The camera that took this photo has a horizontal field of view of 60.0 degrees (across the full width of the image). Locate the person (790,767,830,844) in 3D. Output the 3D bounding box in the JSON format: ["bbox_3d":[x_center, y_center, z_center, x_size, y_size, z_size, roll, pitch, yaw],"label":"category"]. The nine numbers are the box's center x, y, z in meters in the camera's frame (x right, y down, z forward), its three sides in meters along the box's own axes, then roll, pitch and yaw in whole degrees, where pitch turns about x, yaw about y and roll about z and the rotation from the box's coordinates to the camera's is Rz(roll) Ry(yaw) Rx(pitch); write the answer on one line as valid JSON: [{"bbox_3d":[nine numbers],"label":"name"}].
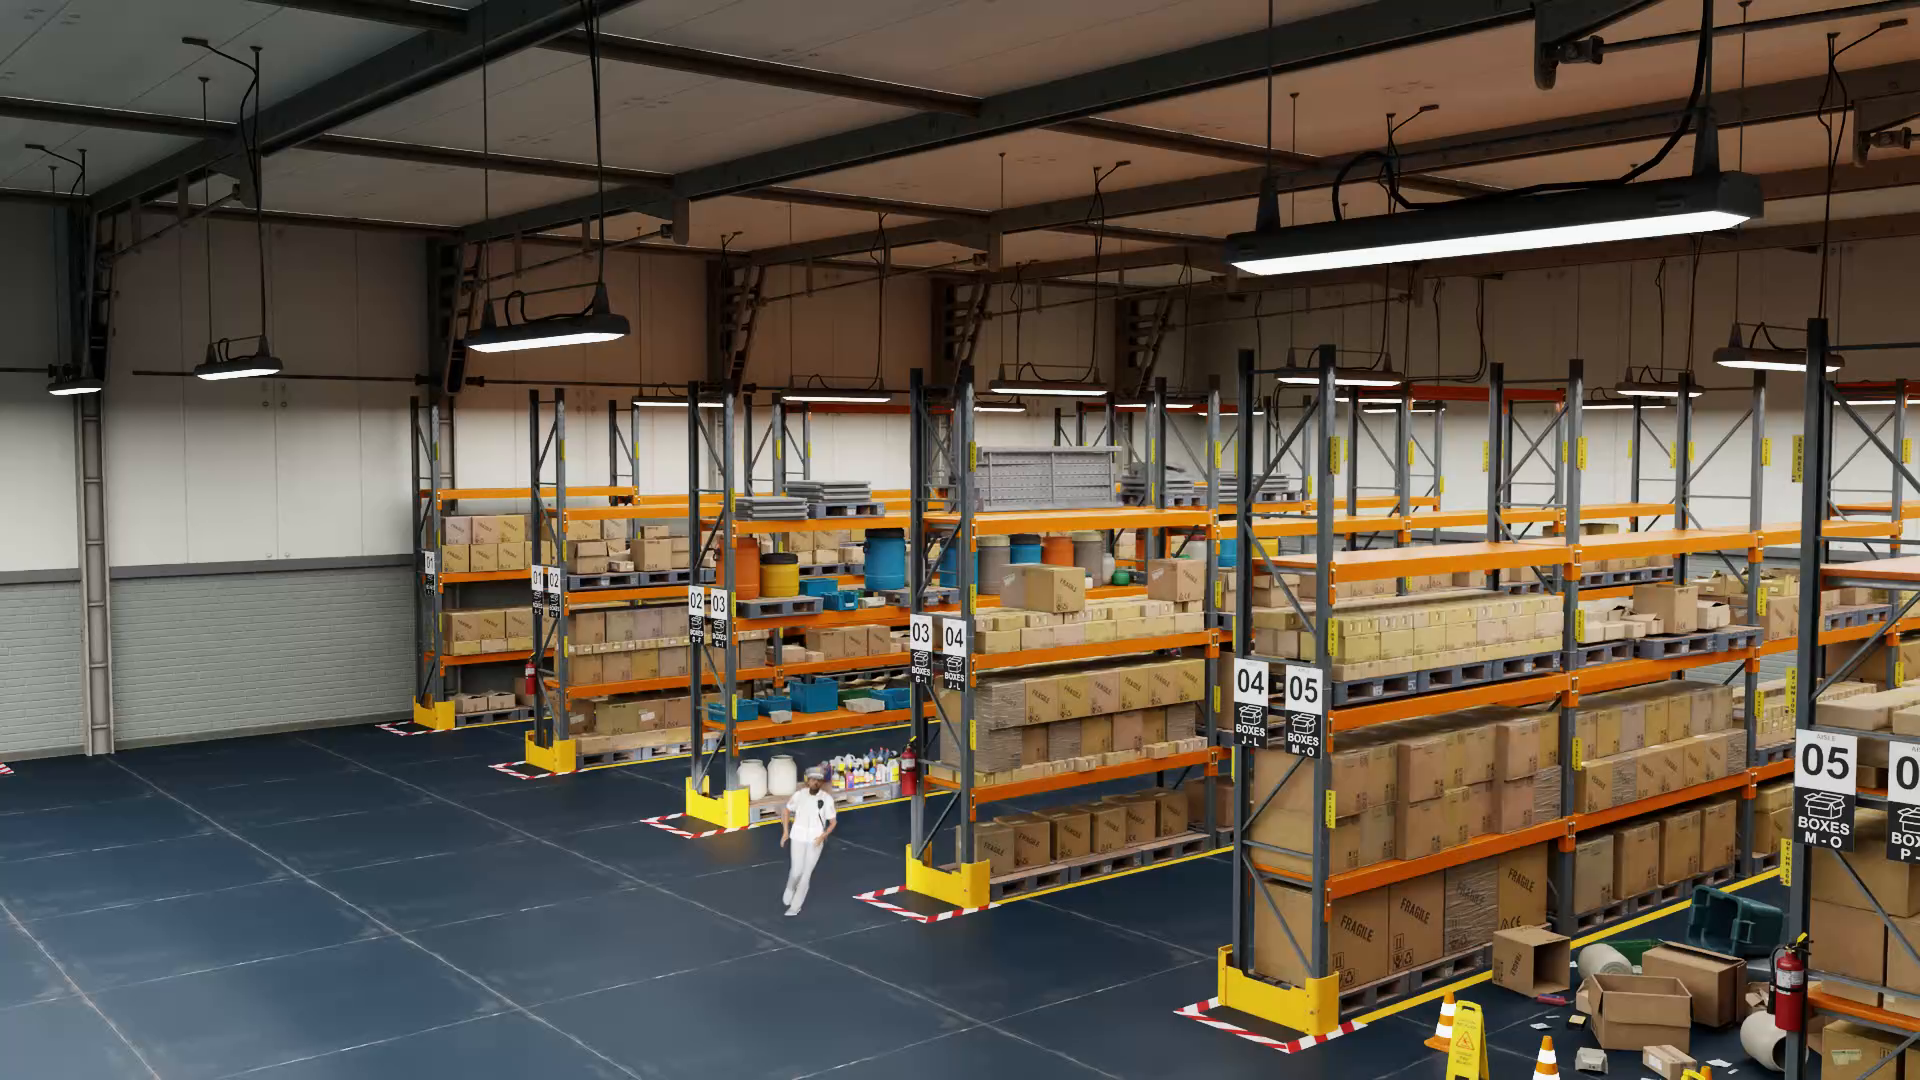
[{"bbox_3d":[-1.637,2.892,18.140,0.442,0.856,0.347,0,3,-2],"label":"person"}]

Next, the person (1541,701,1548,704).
[{"bbox_3d":[7.913,2.987,22.308,0.891,1.665,0.562,-3,4,-39],"label":"person"}]
